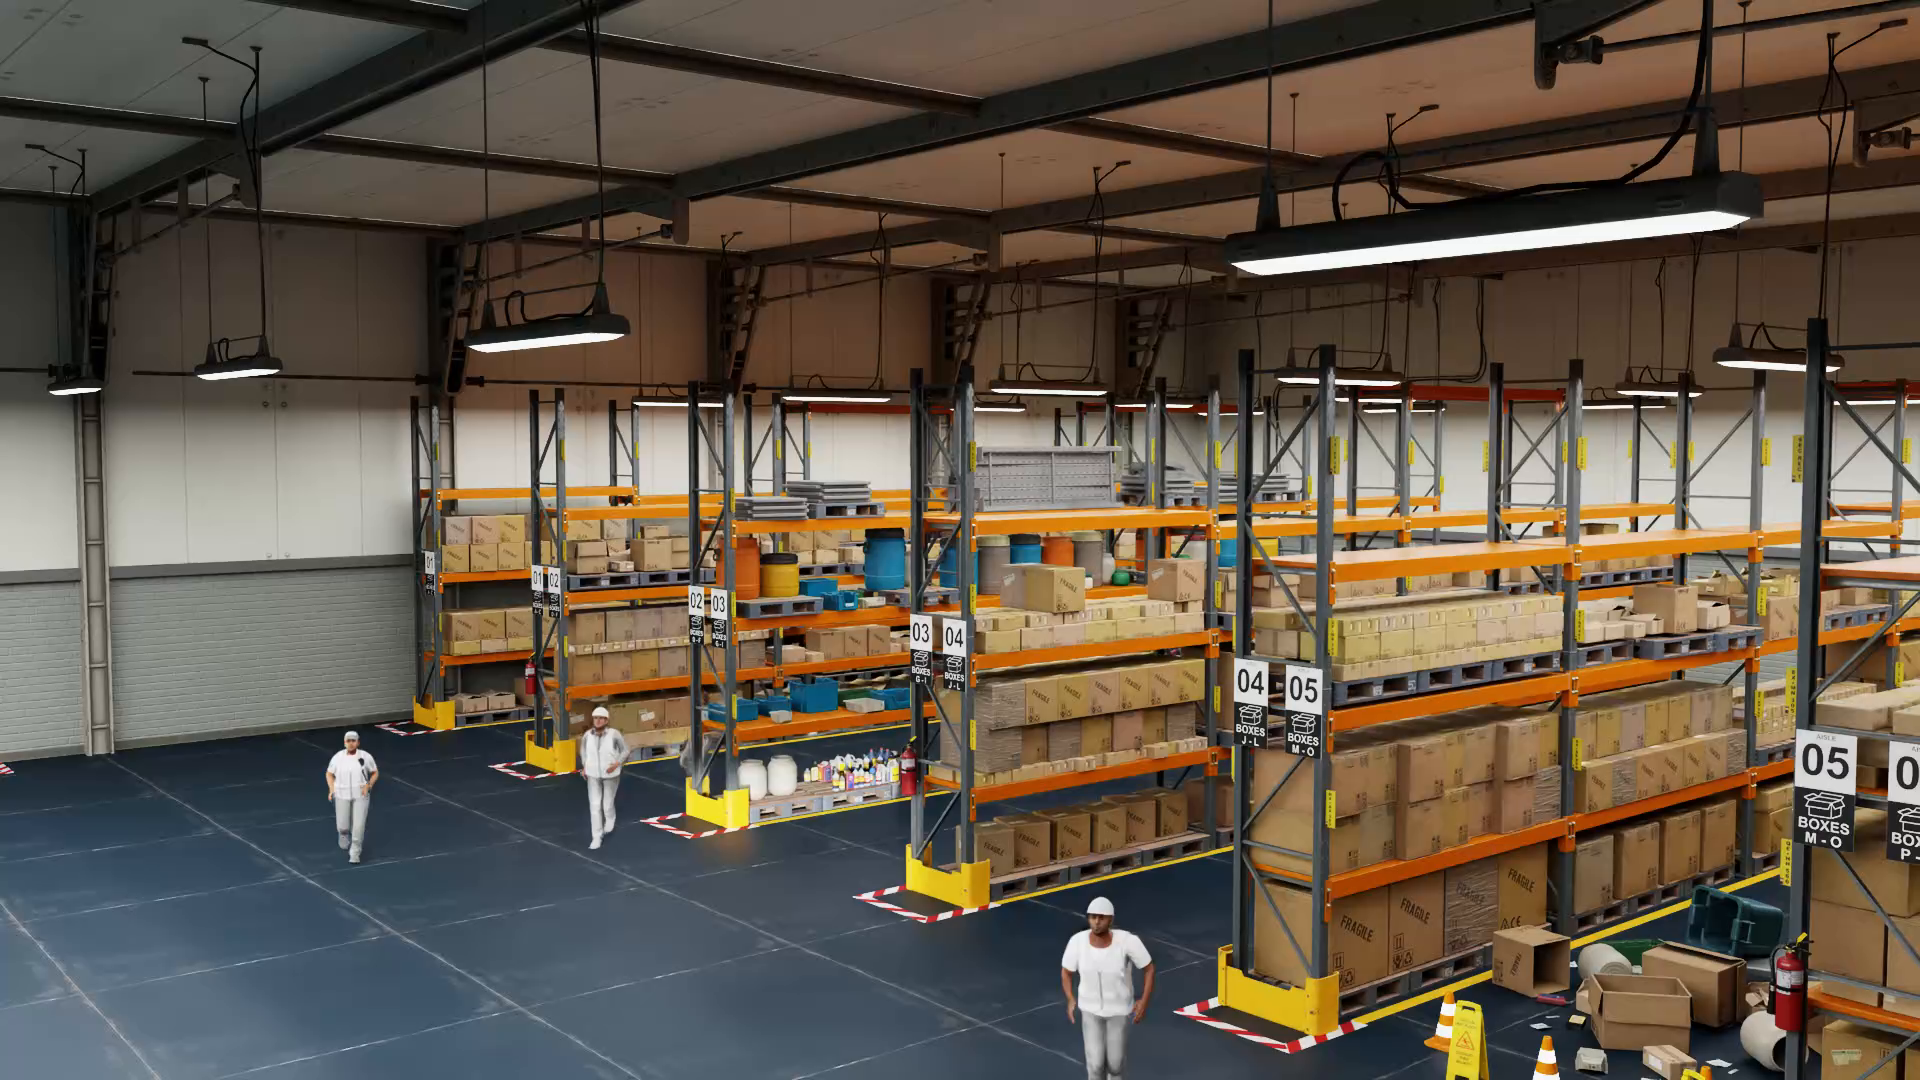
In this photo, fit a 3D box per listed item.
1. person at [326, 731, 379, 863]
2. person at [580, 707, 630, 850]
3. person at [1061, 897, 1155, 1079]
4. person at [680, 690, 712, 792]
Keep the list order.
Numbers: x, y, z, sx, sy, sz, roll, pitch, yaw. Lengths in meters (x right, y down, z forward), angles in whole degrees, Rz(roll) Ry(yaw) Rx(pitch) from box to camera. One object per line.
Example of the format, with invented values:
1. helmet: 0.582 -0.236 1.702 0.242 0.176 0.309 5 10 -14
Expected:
1. person: -7.473 3.156 20.462 0.621 1.612 0.542 -1 4 -18
2. person: -4.568 3.014 21.396 0.658 1.769 0.829 0 3 -1
3. person: 1.124 3.560 12.685 0.720 1.742 0.651 1 3 15
4. person: -3.820 2.963 24.238 0.498 1.550 0.525 3 5 44
